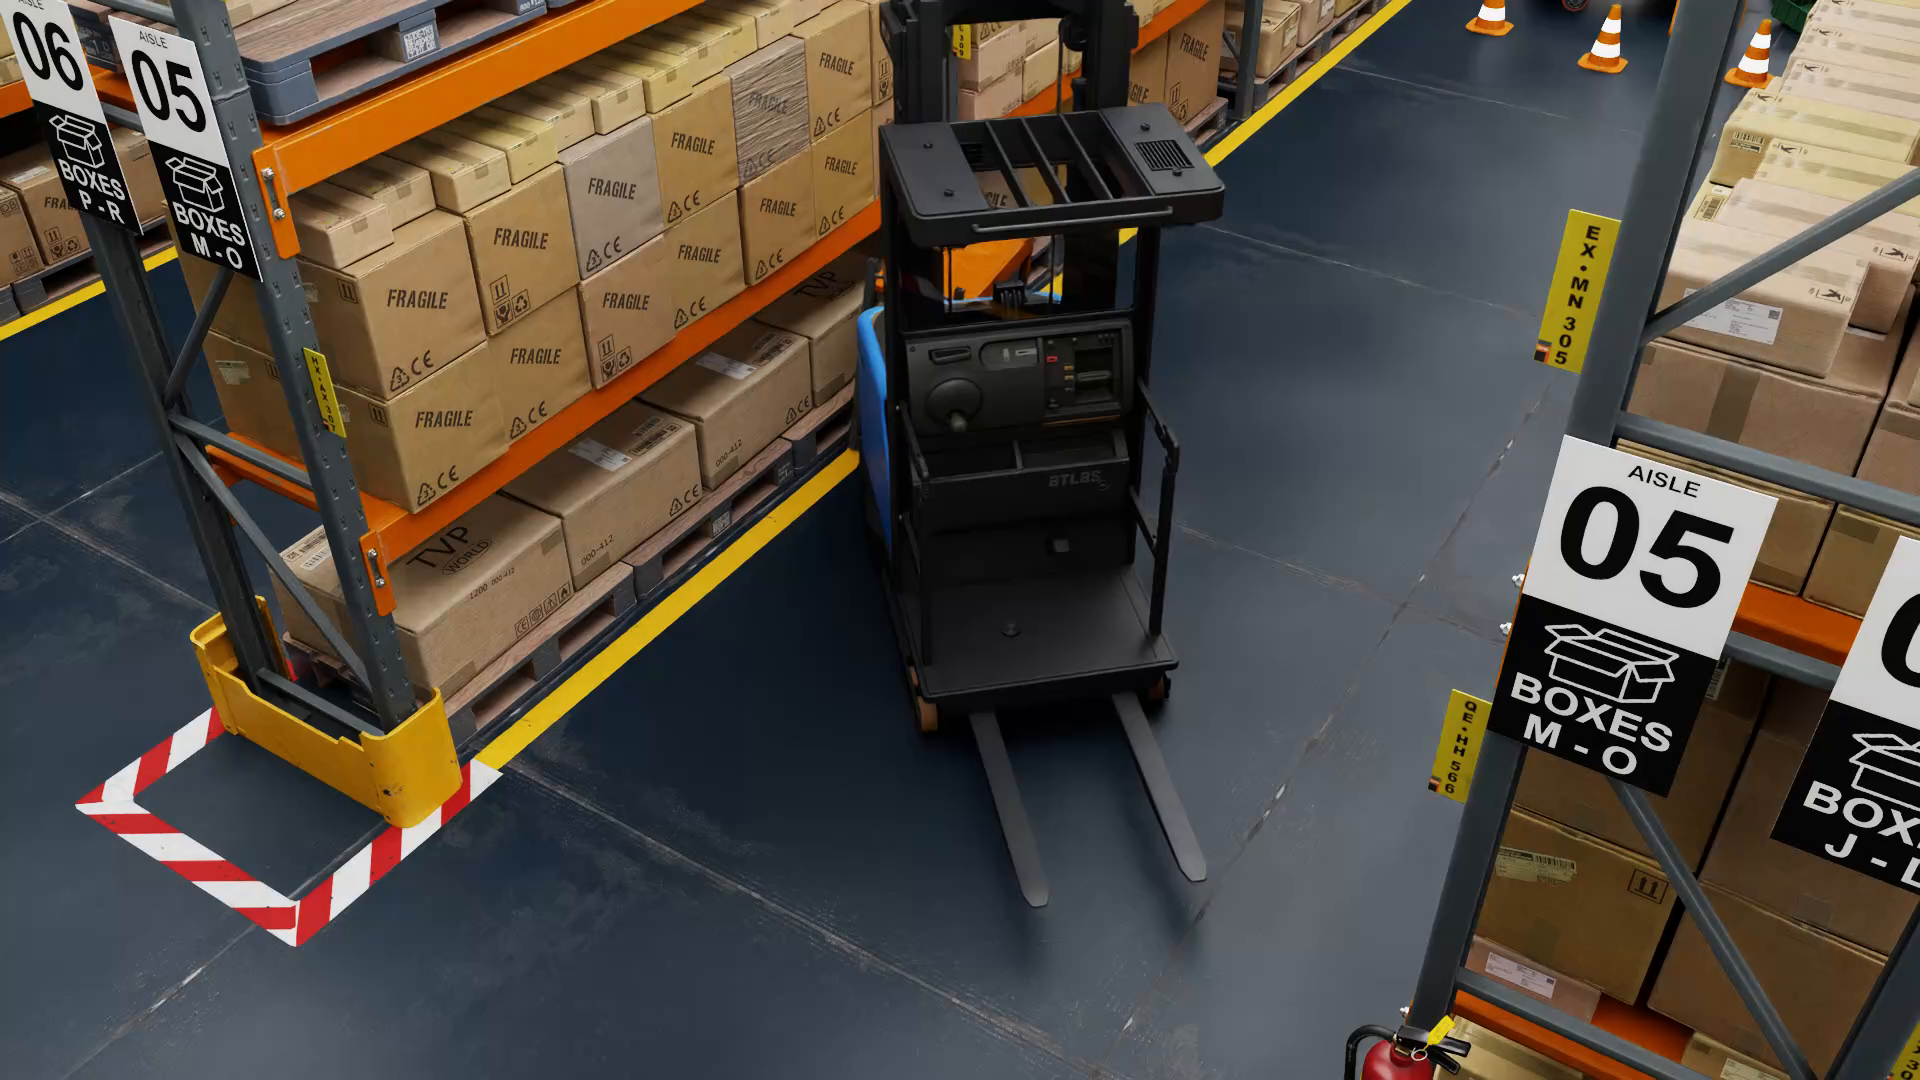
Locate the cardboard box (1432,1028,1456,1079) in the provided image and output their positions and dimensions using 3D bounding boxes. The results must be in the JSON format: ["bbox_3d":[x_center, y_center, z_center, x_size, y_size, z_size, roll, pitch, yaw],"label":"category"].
[{"bbox_3d":[1.672,1.742,5.220,0.380,0.149,0.250,20,42,24],"label":"cardboard box"}]

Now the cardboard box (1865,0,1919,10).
[{"bbox_3d":[2.539,-1.412,4.494,0.380,0.149,0.250,20,42,24],"label":"cardboard box"}]

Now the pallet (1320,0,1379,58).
[{"bbox_3d":[2.756,-4.353,13.663,1.003,0.211,1.213,21,42,25],"label":"pallet"}]

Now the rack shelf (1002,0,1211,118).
[{"bbox_3d":[0.611,-3.112,10.359,1.077,0.370,4.000,21,42,25],"label":"rack shelf"}]

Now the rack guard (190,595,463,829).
[{"bbox_3d":[-2.617,0.698,6.874,1.175,0.500,0.348,21,42,25],"label":"rack guard"}]

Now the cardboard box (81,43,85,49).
[{"bbox_3d":[-5.361,-2.995,9.823,0.380,0.149,0.250,22,43,26],"label":"cardboard box"}]

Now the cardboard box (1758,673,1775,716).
[{"bbox_3d":[2.359,0.303,4.196,0.500,0.500,0.500,22,43,26],"label":"cardboard box"}]

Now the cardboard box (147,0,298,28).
[{"bbox_3d":[-2.439,-1.900,5.438,0.500,0.250,0.500,17,41,21],"label":"cardboard box"}]

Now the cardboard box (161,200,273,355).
[{"bbox_3d":[-2.547,-1.066,6.215,0.500,0.500,0.500,23,43,27],"label":"cardboard box"}]

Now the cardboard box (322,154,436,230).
[{"bbox_3d":[-2.100,-1.248,5.919,0.380,0.149,0.250,22,43,26],"label":"cardboard box"}]

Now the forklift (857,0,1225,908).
[{"bbox_3d":[0.292,-0.586,6.549,1.130,2.935,3.031,-7,38,-9],"label":"forklift"}]

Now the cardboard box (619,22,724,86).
[{"bbox_3d":[-1.215,-2.026,6.928,0.380,0.149,0.250,21,42,25],"label":"cardboard box"}]

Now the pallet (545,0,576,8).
[{"bbox_3d":[-1.563,-2.474,6.558,1.003,0.211,1.213,21,42,25],"label":"pallet"}]

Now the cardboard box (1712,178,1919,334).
[{"bbox_3d":[1.756,-0.591,3.429,0.380,0.149,0.250,22,43,26],"label":"cardboard box"}]

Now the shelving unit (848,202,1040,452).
[{"bbox_3d":[-0.084,-1.114,8.677,0.538,1.125,1.048,20,40,13],"label":"shelving unit"}]

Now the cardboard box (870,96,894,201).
[{"bbox_3d":[-0.494,-2.083,8.353,0.500,0.500,0.500,22,43,26],"label":"cardboard box"}]

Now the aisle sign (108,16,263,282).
[{"bbox_3d":[-2.398,-1.202,5.162,0.394,0.787,0.004,21,42,25],"label":"aisle sign"}]

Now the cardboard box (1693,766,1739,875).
[{"bbox_3d":[2.369,0.680,4.525,0.500,0.500,0.500,21,42,25],"label":"cardboard box"}]

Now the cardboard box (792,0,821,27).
[{"bbox_3d":[-0.852,-2.434,7.457,0.380,0.149,0.250,21,42,25],"label":"cardboard box"}]

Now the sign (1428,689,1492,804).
[{"bbox_3d":[1.172,0.487,3.893,0.100,0.325,0.005,21,42,25],"label":"sign"}]

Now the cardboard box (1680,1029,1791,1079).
[{"bbox_3d":[2.080,1.303,4.249,0.380,0.149,0.250,21,42,25],"label":"cardboard box"}]

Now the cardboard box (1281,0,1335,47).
[{"bbox_3d":[2.382,-4.225,13.022,0.950,0.372,0.625,20,42,24],"label":"cardboard box"}]

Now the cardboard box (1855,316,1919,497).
[{"bbox_3d":[2.090,-0.210,3.262,0.500,0.250,0.500,22,43,26],"label":"cardboard box"}]

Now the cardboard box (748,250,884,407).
[{"bbox_3d":[-0.888,-1.229,9.082,0.875,0.438,0.875,21,42,24],"label":"cardboard box"}]

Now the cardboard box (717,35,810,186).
[{"bbox_3d":[-1.024,-1.944,7.353,0.500,0.500,0.500,22,43,26],"label":"cardboard box"}]

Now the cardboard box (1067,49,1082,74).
[{"bbox_3d":[0.562,-2.974,9.713,0.500,0.250,0.500,21,42,25],"label":"cardboard box"}]

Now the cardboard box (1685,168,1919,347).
[{"bbox_3d":[1.935,-0.648,3.830,0.500,0.250,0.500,20,42,24],"label":"cardboard box"}]

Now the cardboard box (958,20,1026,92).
[{"bbox_3d":[0.013,-2.639,8.870,0.500,0.250,0.500,20,42,24],"label":"cardboard box"}]

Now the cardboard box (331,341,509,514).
[{"bbox_3d":[-2.104,-0.497,6.296,0.500,0.500,0.500,21,42,25],"label":"cardboard box"}]

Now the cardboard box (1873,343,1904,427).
[{"bbox_3d":[2.372,-0.284,3.766,0.500,0.250,0.500,23,43,26],"label":"cardboard box"}]

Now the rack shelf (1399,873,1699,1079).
[{"bbox_3d":[2.701,0.517,5.651,1.077,0.370,4.000,21,42,25],"label":"rack shelf"}]

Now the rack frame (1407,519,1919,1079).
[{"bbox_3d":[1.630,1.263,4.094,1.000,3.000,0.127,21,42,25],"label":"rack frame"}]

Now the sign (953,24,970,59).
[{"bbox_3d":[0.008,-2.560,8.279,0.100,0.325,0.005,21,42,25],"label":"sign"}]

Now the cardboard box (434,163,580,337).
[{"bbox_3d":[-1.835,-1.163,6.340,0.500,0.500,0.500,20,42,24],"label":"cardboard box"}]

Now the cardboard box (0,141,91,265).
[{"bbox_3d":[-5.531,-2.054,10.101,0.500,0.500,0.500,22,43,26],"label":"cardboard box"}]

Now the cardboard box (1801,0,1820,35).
[{"bbox_3d":[2.760,-1.446,4.865,0.500,0.250,0.500,22,43,26],"label":"cardboard box"}]

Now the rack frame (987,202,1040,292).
[{"bbox_3d":[0.114,-1.389,9.056,0.500,1.125,0.032,20,40,13],"label":"rack frame"}]

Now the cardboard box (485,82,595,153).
[{"bbox_3d":[-1.642,-1.638,6.426,0.380,0.149,0.250,22,43,26],"label":"cardboard box"}]

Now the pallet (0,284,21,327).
[{"bbox_3d":[-6.330,-1.272,9.667,1.003,0.211,1.213,21,42,25],"label":"pallet"}]

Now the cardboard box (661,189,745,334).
[{"bbox_3d":[-1.315,-1.287,7.320,0.500,0.500,0.500,23,43,27],"label":"cardboard box"}]

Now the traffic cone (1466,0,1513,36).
[{"bbox_3d":[4.343,-4.389,13.503,0.336,0.463,0.334,21,42,25],"label":"traffic cone"}]

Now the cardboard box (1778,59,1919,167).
[{"bbox_3d":[2.148,-0.999,3.959,0.380,0.149,0.250,20,42,24],"label":"cardboard box"}]

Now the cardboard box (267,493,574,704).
[{"bbox_3d":[-2.335,0.171,7.265,0.875,0.438,0.875,20,42,24],"label":"cardboard box"}]

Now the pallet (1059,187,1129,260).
[{"bbox_3d":[0.542,-2.316,11.021,1.003,0.211,1.213,21,42,25],"label":"pallet"}]

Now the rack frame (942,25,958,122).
[{"bbox_3d":[-0.461,-2.366,8.802,1.000,3.000,0.127,21,42,25],"label":"rack frame"}]

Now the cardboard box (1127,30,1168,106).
[{"bbox_3d":[0.760,-2.966,10.976,0.875,0.875,0.875,22,43,26],"label":"cardboard box"}]

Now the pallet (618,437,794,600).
[{"bbox_3d":[-1.587,-0.264,8.359,1.003,0.211,1.213,21,42,25],"label":"pallet"}]
